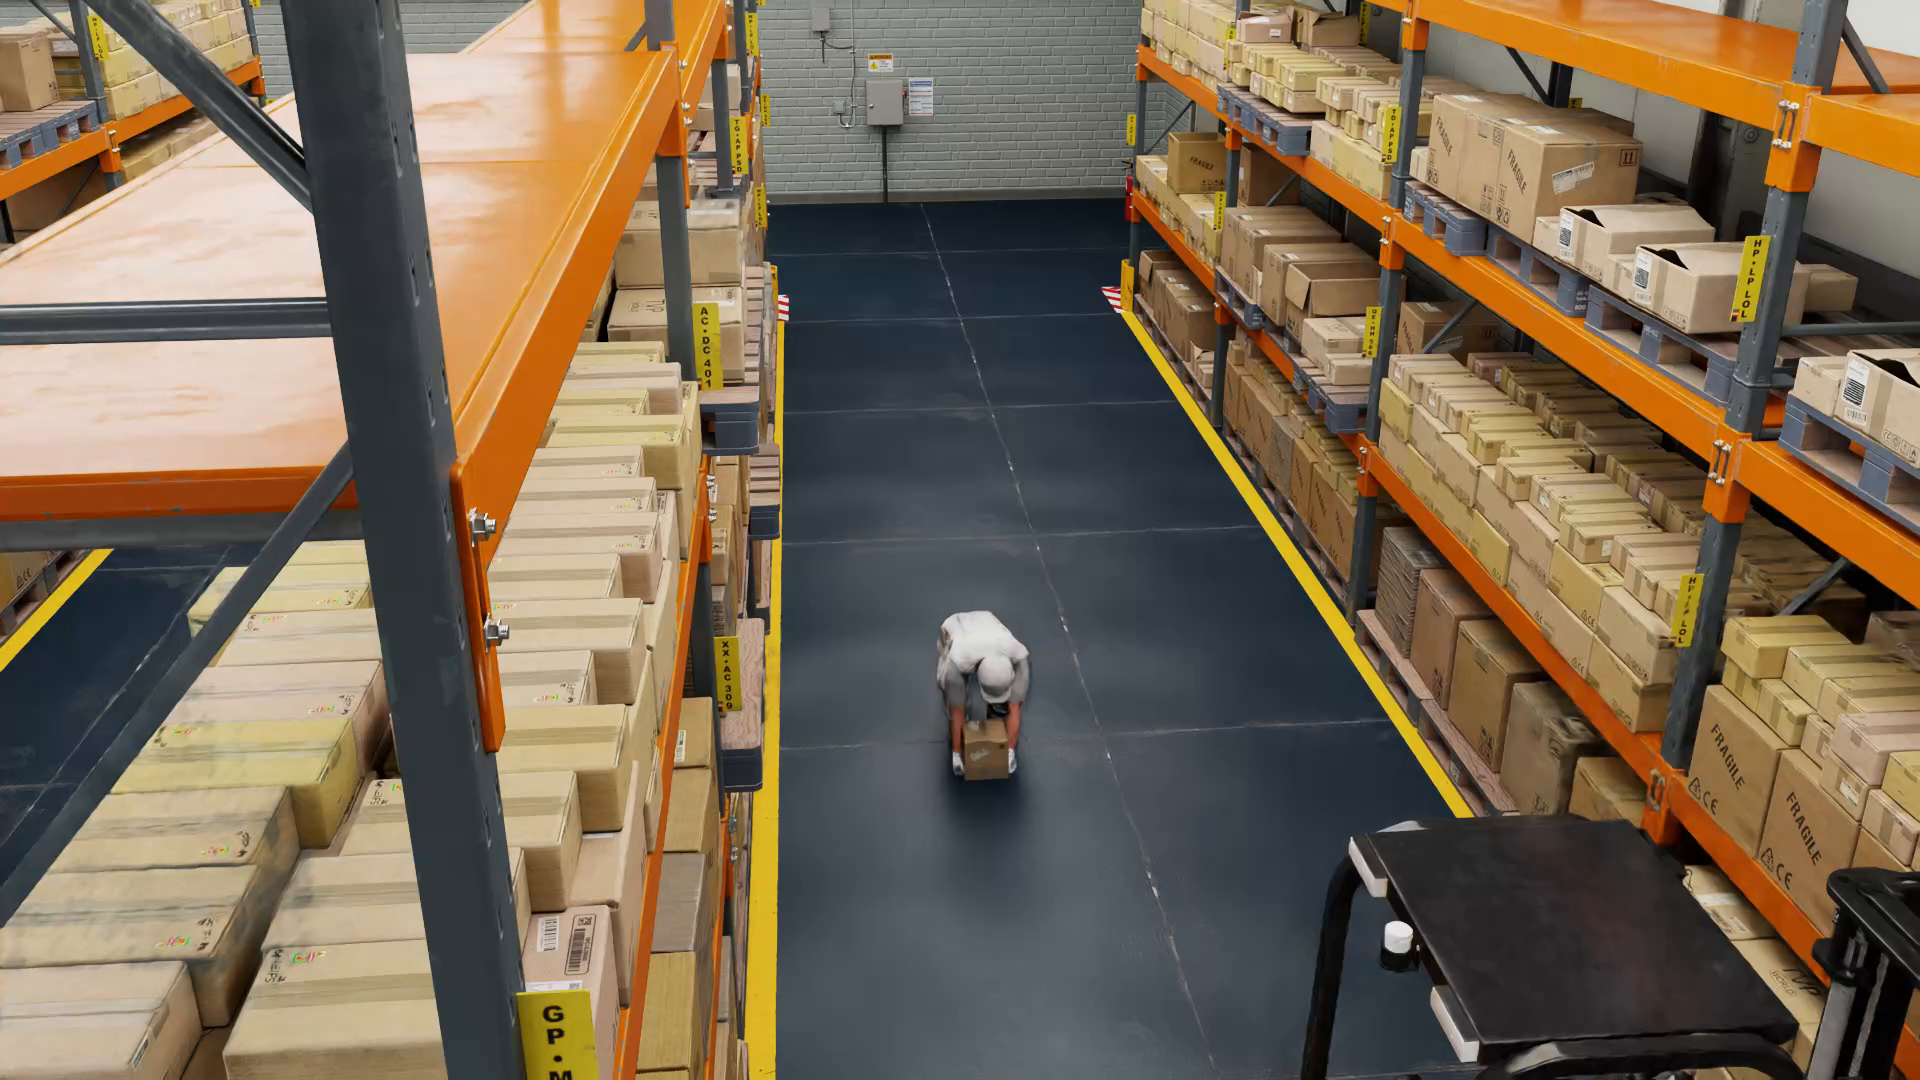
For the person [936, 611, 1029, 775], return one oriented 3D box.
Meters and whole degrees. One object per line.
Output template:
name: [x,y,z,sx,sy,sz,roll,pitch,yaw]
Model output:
person: [0.125,0.857,9.637,0.518,0.797,0.954,-3,24,-6]
